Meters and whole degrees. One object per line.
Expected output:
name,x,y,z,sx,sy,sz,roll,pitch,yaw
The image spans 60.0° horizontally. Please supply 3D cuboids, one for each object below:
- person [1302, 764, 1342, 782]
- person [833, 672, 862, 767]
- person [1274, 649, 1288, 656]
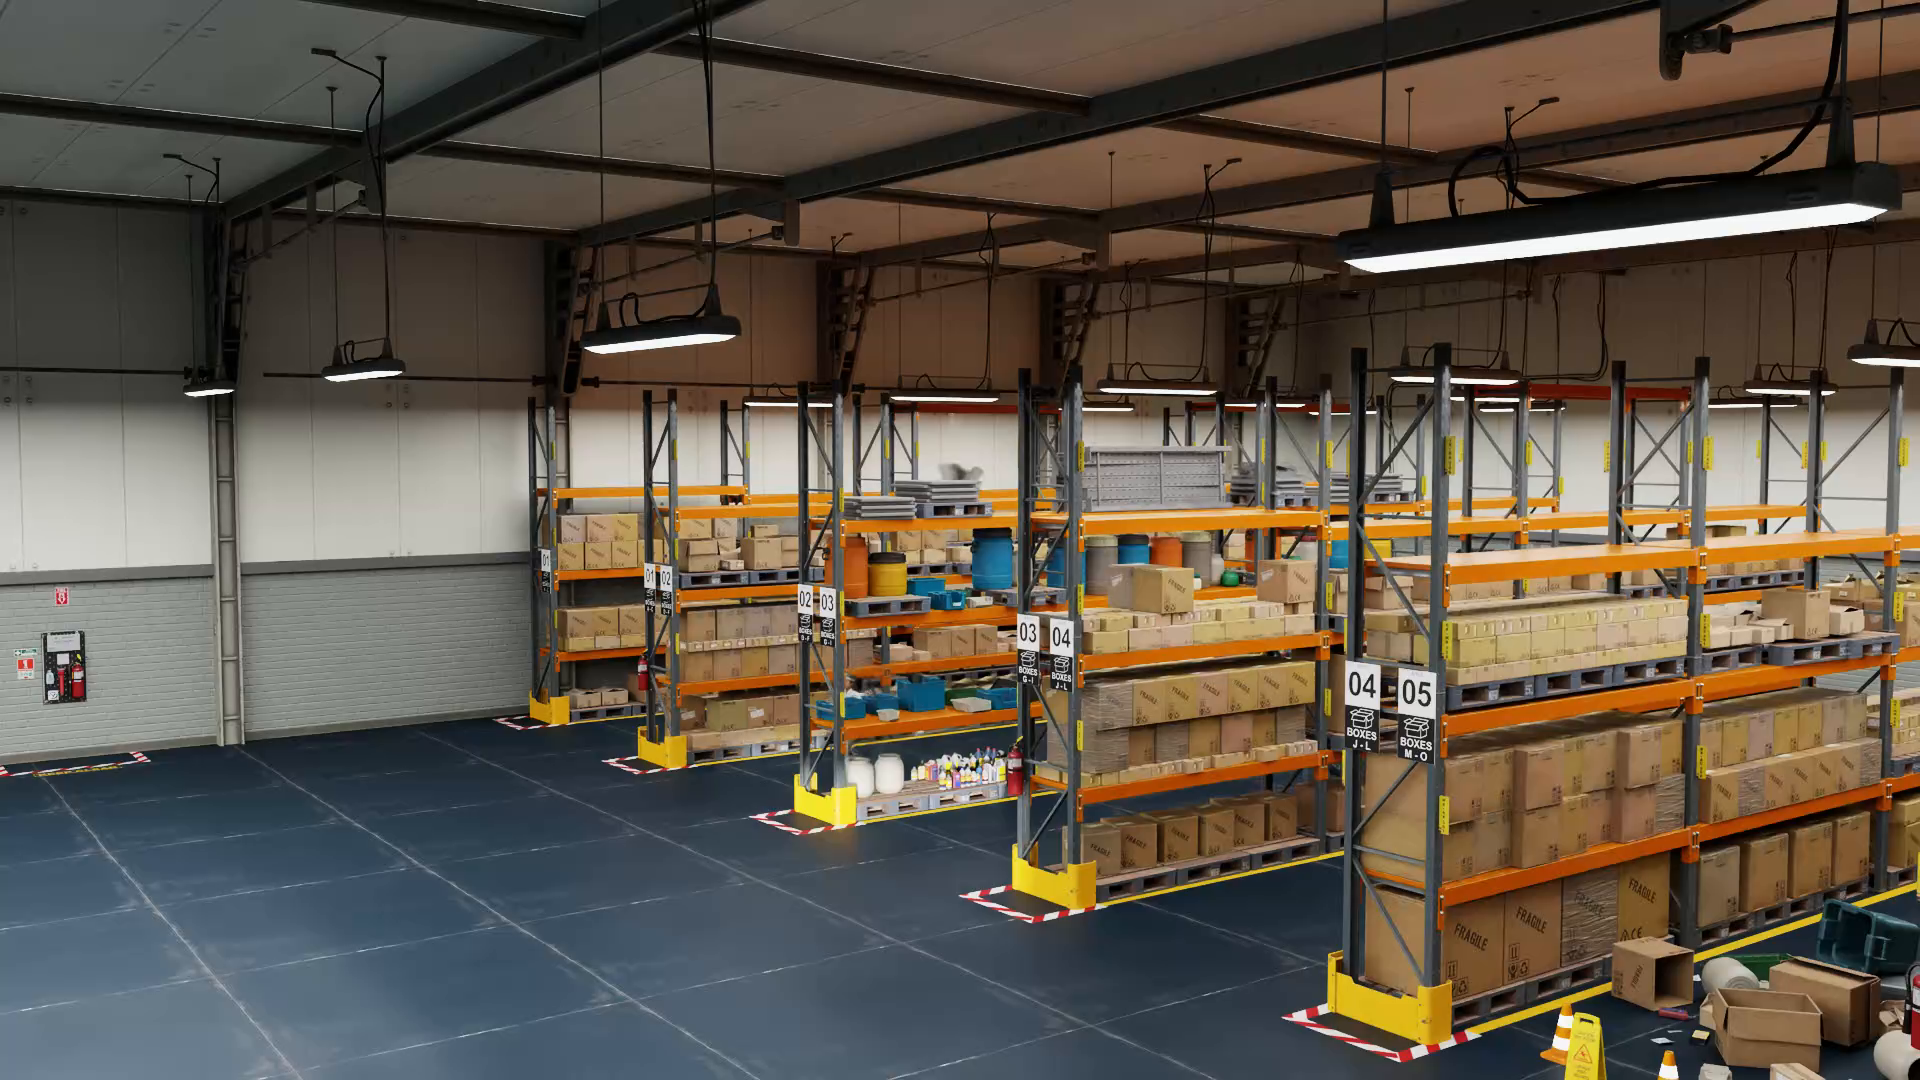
person,5.221,2.870,24.188,0.838,1.736,0.714,-3,5,-42
person,-1.687,2.836,25.448,0.609,1.648,0.547,2,4,36
person,6.307,2.405,32.096,0.687,1.733,0.599,3,4,39
